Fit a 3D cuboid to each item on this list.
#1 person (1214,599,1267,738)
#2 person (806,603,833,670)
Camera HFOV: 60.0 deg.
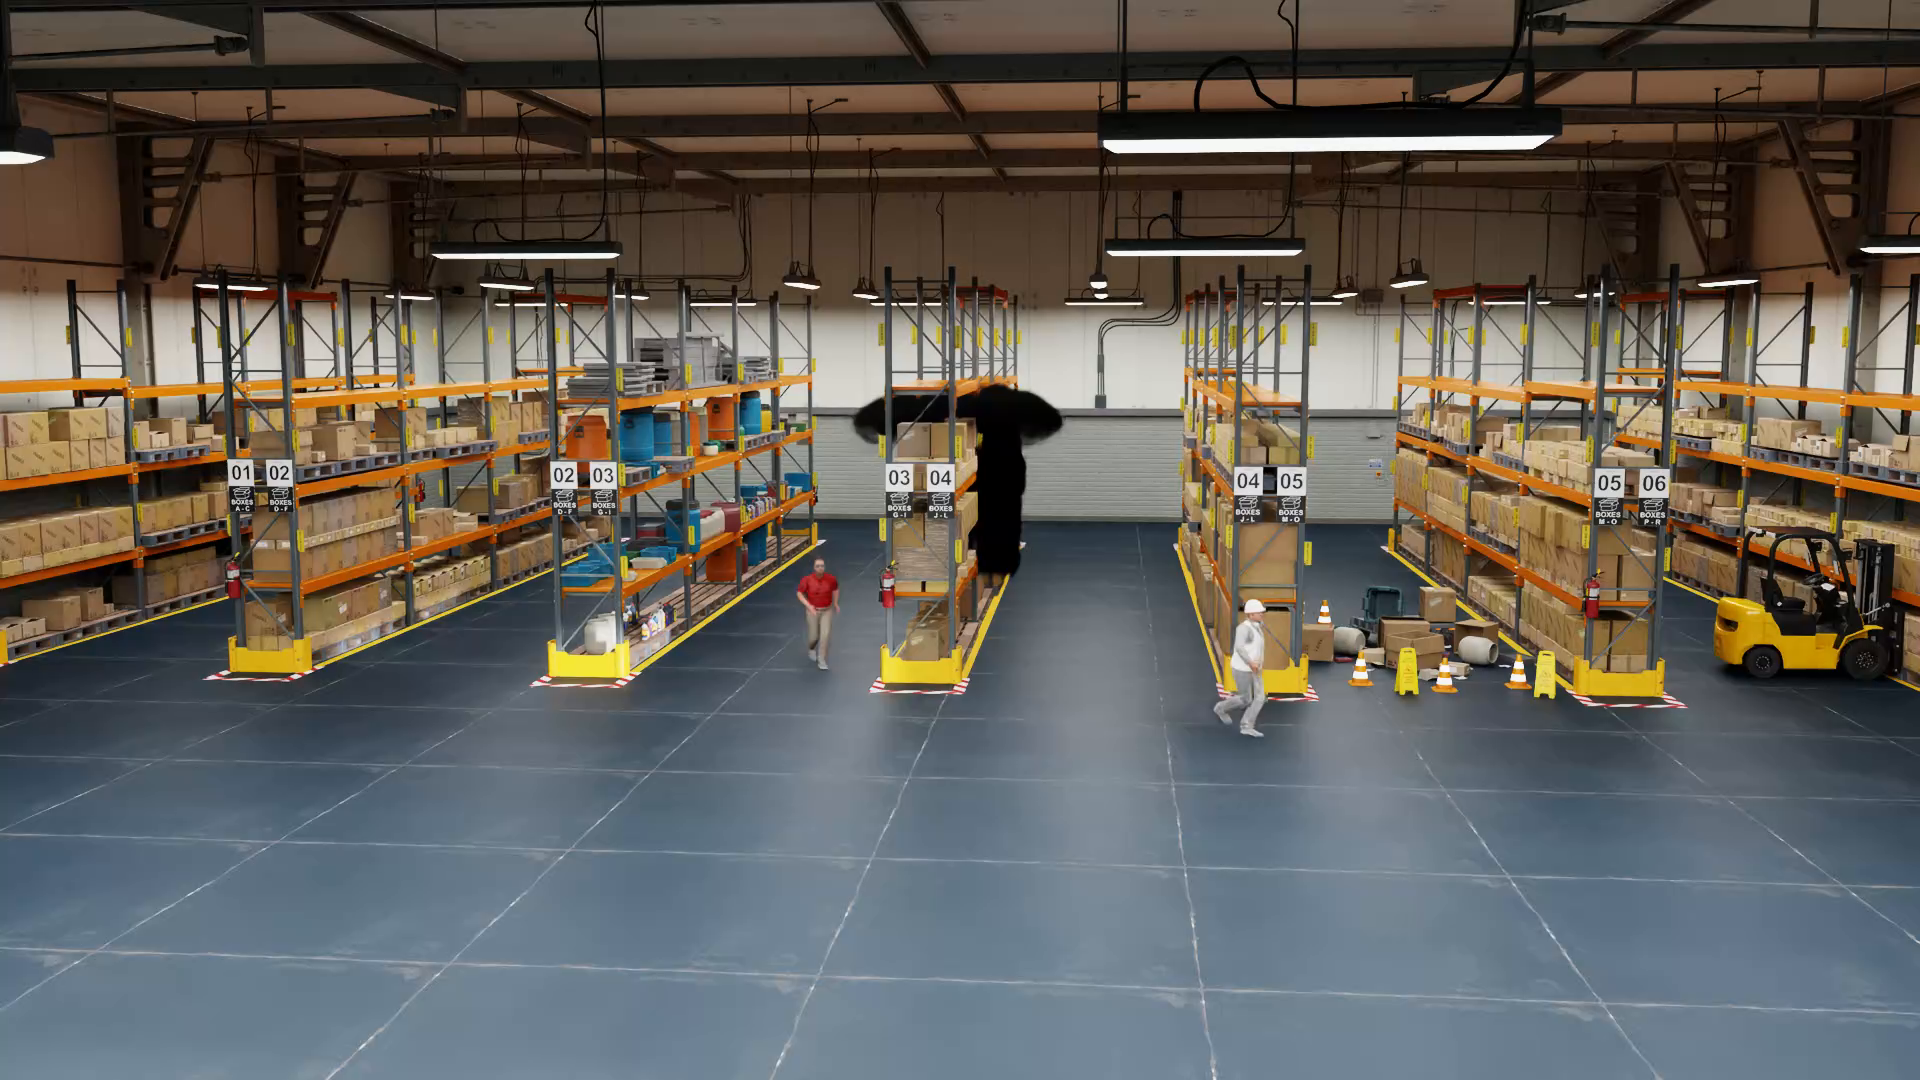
[{"bbox_3d":[3.536,1.603,21.038,0.705,1.749,0.446,5,9,37],"label":"person"},{"bbox_3d":[-2.153,1.413,25.406,0.410,1.040,0.766,-2,7,-14],"label":"person"}]
